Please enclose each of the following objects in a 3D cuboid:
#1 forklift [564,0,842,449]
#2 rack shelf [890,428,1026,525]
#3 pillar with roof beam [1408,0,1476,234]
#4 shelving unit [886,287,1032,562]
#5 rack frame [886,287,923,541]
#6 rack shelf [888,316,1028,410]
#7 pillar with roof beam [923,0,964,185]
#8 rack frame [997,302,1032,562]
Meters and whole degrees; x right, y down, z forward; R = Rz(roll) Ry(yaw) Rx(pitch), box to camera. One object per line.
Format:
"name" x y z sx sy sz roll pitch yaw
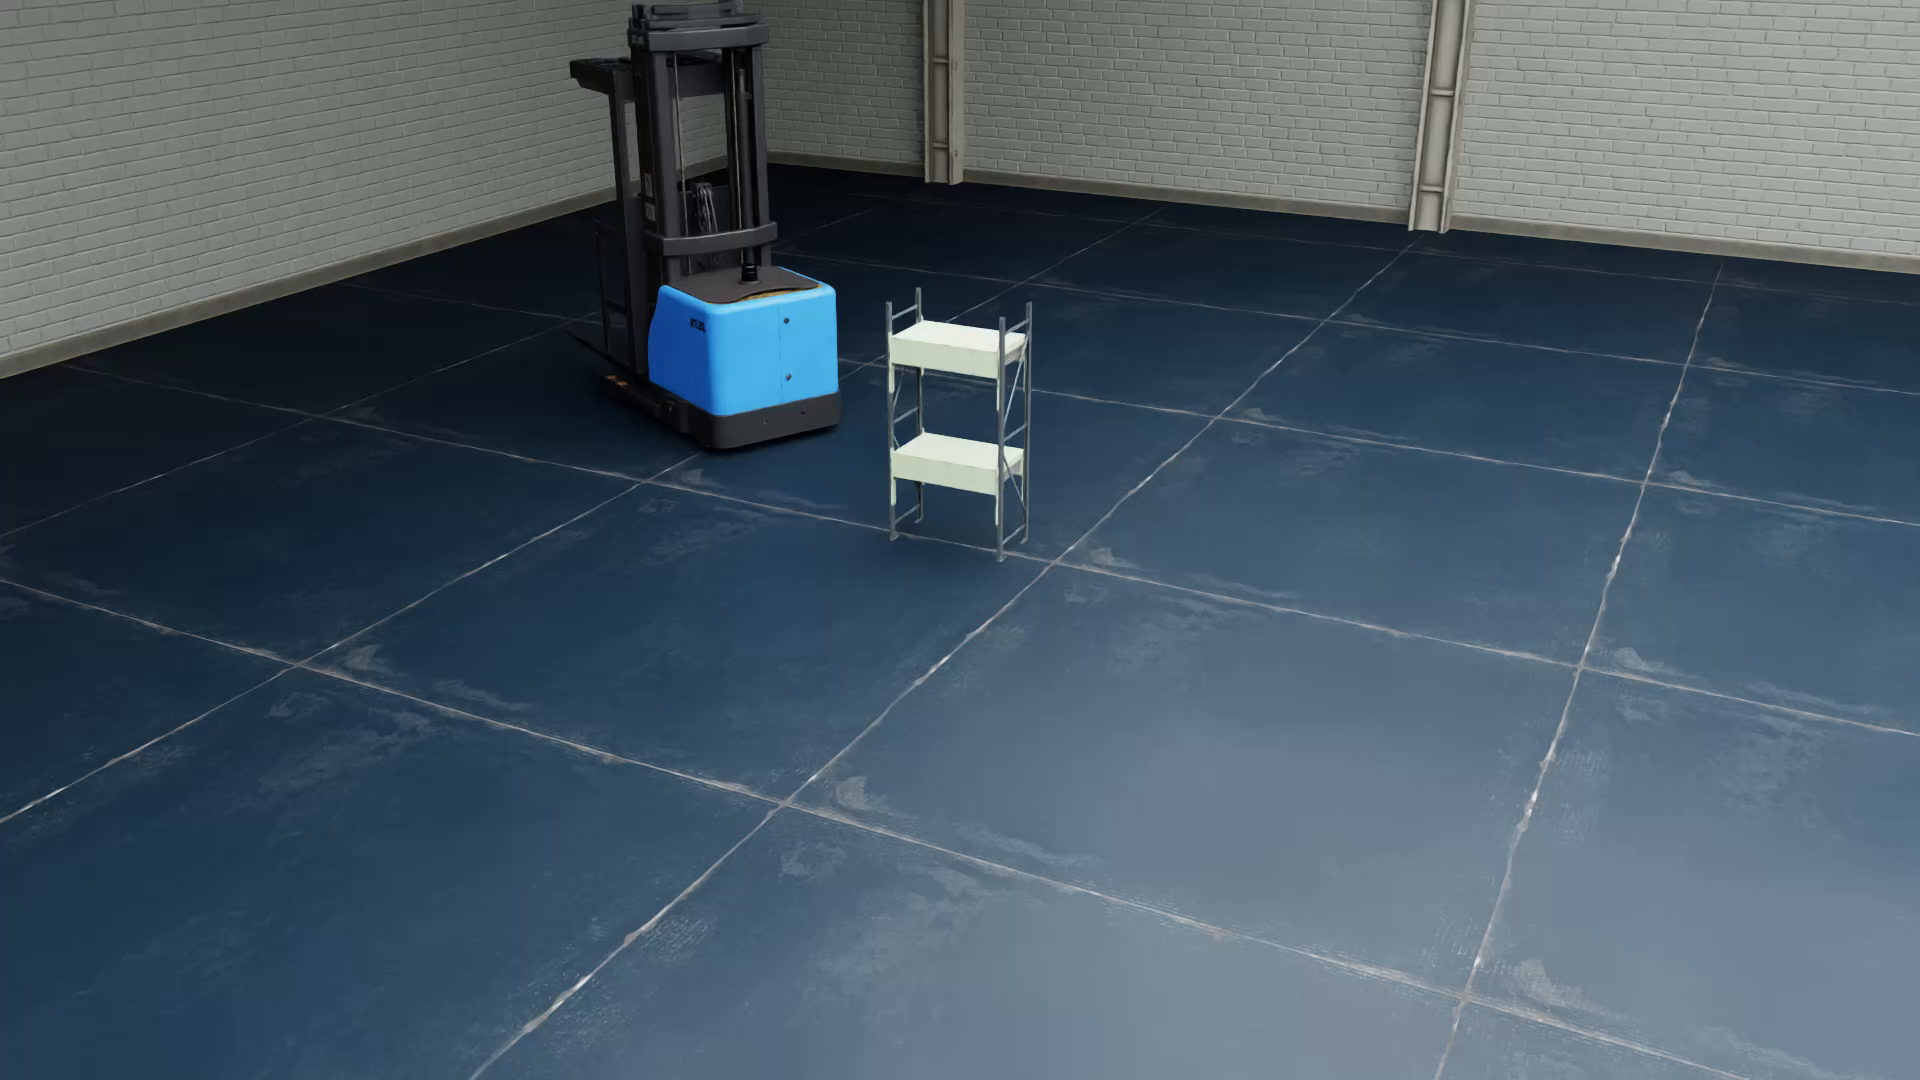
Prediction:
"forklift" -2.134 -2.498 12.379 1.130 2.935 3.031 -16 28 -33
"rack shelf" -0.006 -0.391 10.087 0.720 0.370 0.431 11 25 25
"pillar with roof beam" 3.214 -6.057 12.993 0.400 9.000 9.100 11 25 25
"shelving unit" -0.006 -0.691 9.959 0.755 1.500 0.431 11 25 25
"rack frame" -0.333 -0.756 10.111 0.023 1.500 0.400 11 25 25
"rack shelf" -0.006 -1.050 9.807 0.720 0.370 0.431 11 25 25
"pillar with roof beam" -2.141 -7.116 15.485 0.400 9.000 9.100 11 25 25
"rack frame" 0.321 -0.627 9.807 0.023 1.500 0.400 11 25 25
